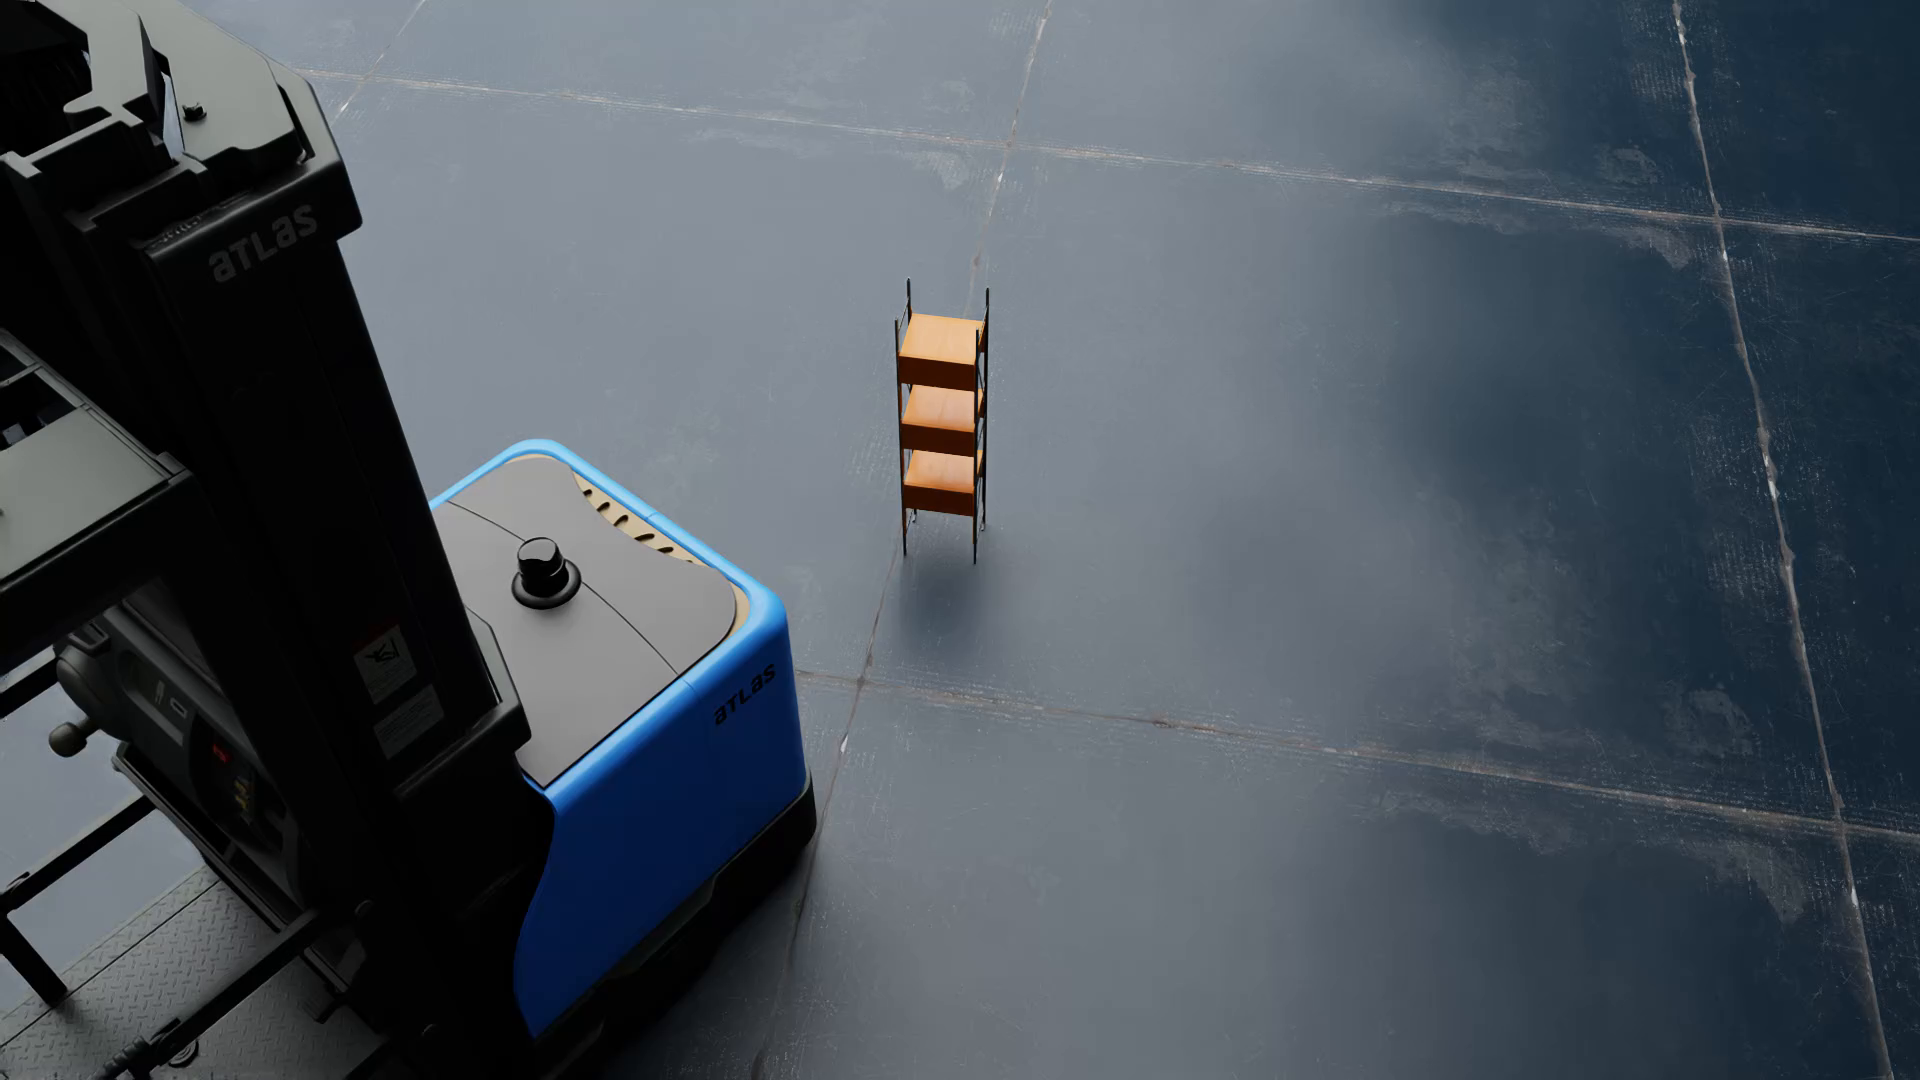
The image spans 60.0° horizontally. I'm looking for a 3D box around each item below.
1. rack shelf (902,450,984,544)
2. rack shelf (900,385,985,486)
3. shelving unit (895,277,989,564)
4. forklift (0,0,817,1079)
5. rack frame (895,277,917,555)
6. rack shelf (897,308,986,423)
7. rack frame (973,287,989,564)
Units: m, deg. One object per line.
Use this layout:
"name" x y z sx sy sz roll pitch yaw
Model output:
"rack shelf" -0.053 -0.165 5.580 0.240 0.259 0.215 8 49 7
"rack shelf" -0.053 -0.351 5.374 0.240 0.259 0.215 8 49 7
"shelving unit" -0.053 -0.358 5.366 0.252 1.050 0.215 8 49 7
"forklift" -1.760 0.500 3.331 1.130 2.935 3.031 32 56 26
"rack frame" -0.173 -0.374 5.380 0.008 1.050 0.200 8 49 7
"rack shelf" -0.053 -0.541 5.163 0.240 0.259 0.215 8 49 7
"rack frame" 0.067 -0.342 5.351 0.008 1.050 0.200 8 49 7
